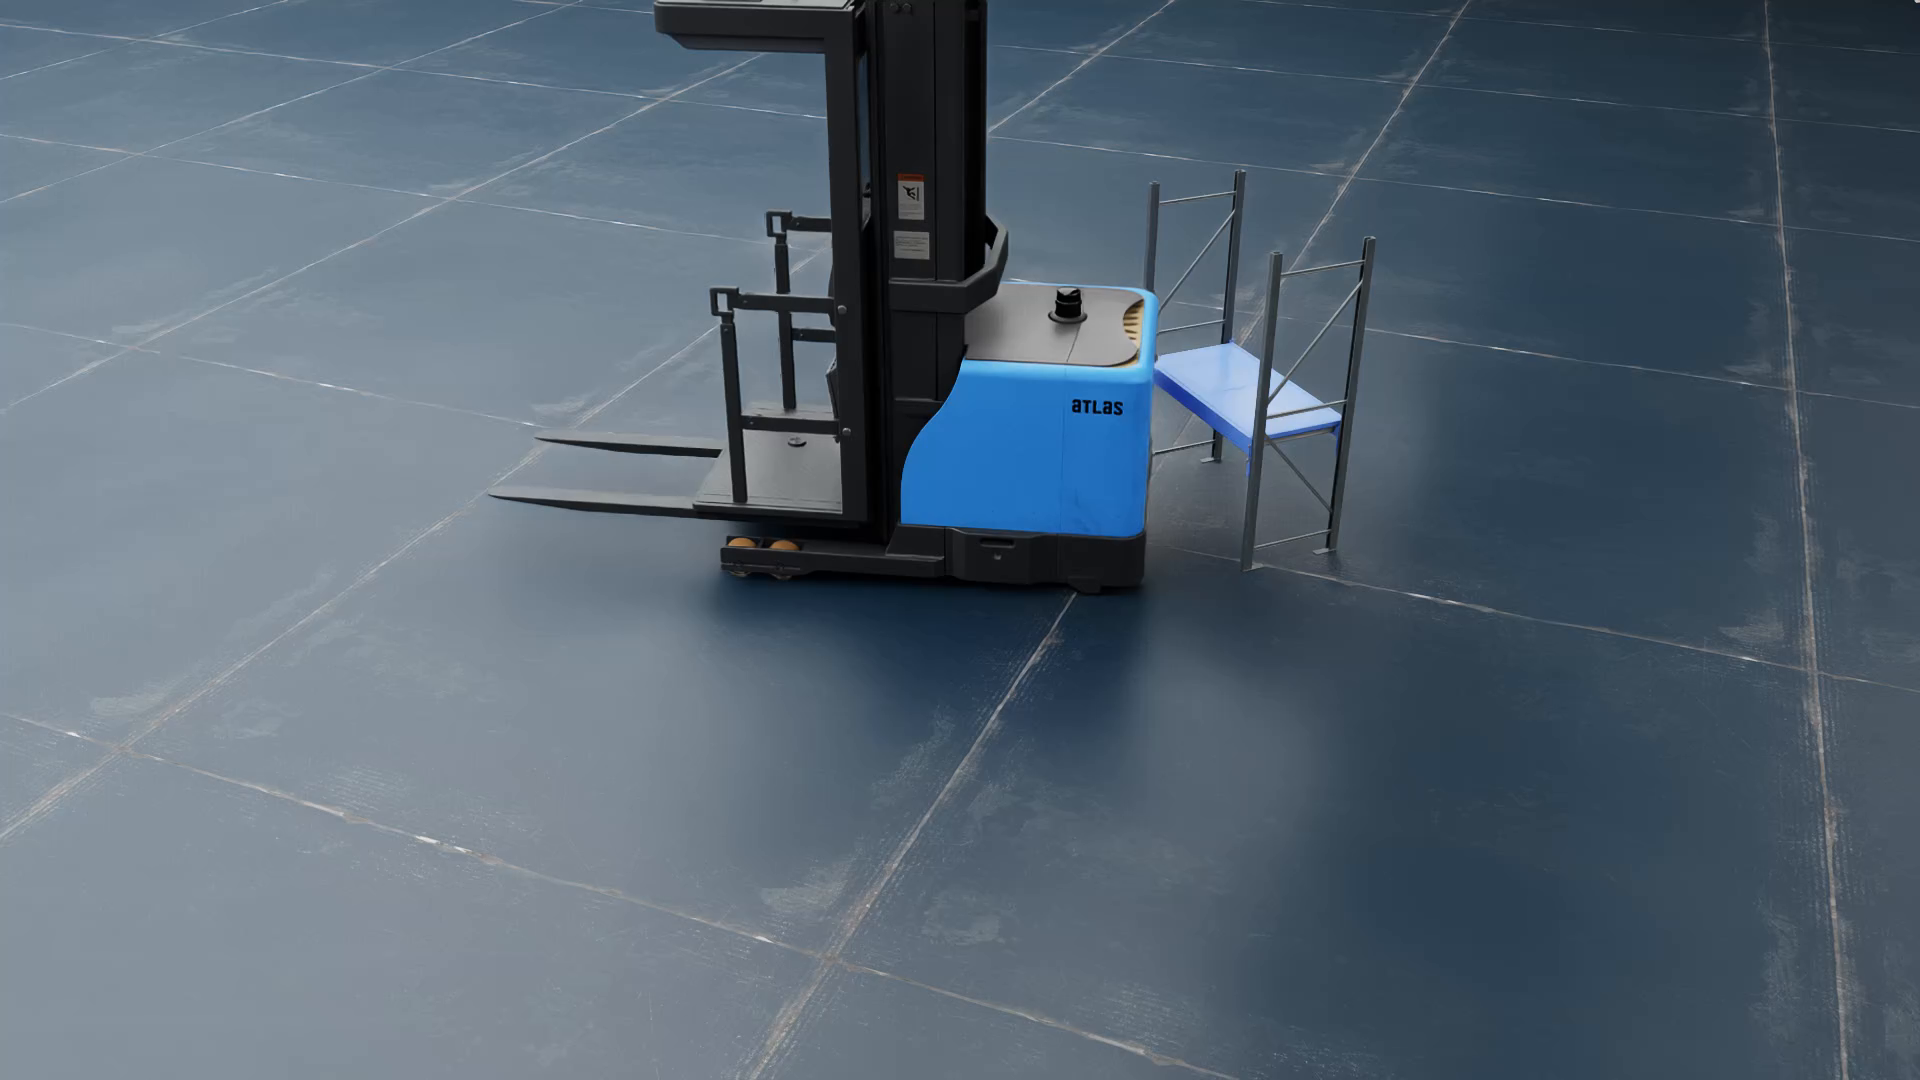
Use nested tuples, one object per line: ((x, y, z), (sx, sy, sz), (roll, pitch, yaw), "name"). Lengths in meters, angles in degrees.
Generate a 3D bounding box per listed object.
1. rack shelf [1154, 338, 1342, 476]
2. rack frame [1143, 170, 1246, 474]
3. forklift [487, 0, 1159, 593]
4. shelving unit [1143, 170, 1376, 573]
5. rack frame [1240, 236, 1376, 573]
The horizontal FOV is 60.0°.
((1.298, -0.634, 7.714), (0.538, 0.185, 1.000), (-12, 32, -20), "rack shelf")
((1.096, -1.021, 8.031), (0.500, 1.500, 0.032), (-12, 32, -20), "rack frame")
((-0.638, -1.356, 7.171), (3.031, 2.935, 1.130), (4, 30, 7), "forklift")
((1.298, -0.791, 7.625), (0.538, 1.500, 1.048), (-12, 32, -20), "shelving unit")
((1.499, -0.561, 7.219), (0.500, 1.500, 0.032), (-12, 32, -20), "rack frame")
